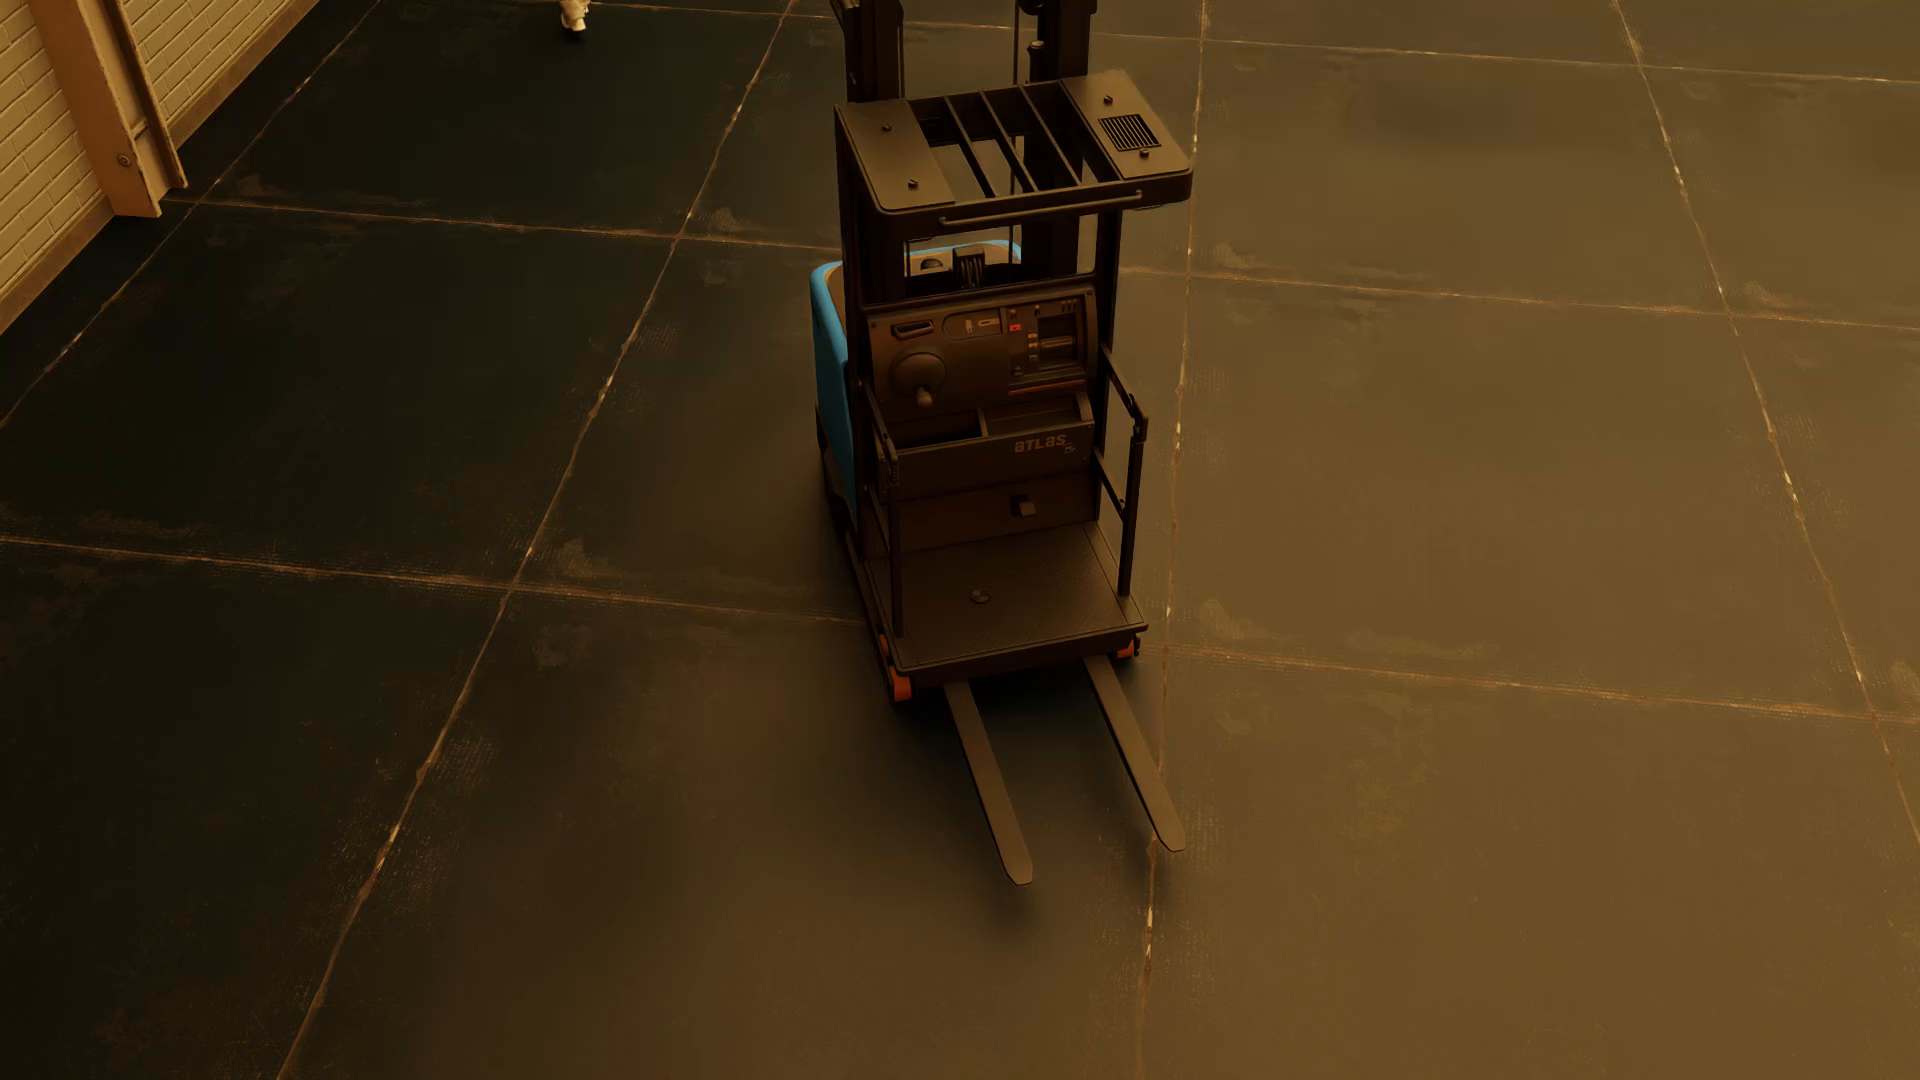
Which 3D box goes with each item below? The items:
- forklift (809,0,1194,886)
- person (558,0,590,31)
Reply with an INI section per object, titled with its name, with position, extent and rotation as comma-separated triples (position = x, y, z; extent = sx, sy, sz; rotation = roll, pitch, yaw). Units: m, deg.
[forklift]
position = 0.153, -0.681, 6.465
extent = 1.130, 2.935, 3.031
rotation = -10, 44, -11
[person]
position = -2.728, -4.365, 11.428
extent = 0.835, 1.656, 0.728
rotation = -18, 46, -19
